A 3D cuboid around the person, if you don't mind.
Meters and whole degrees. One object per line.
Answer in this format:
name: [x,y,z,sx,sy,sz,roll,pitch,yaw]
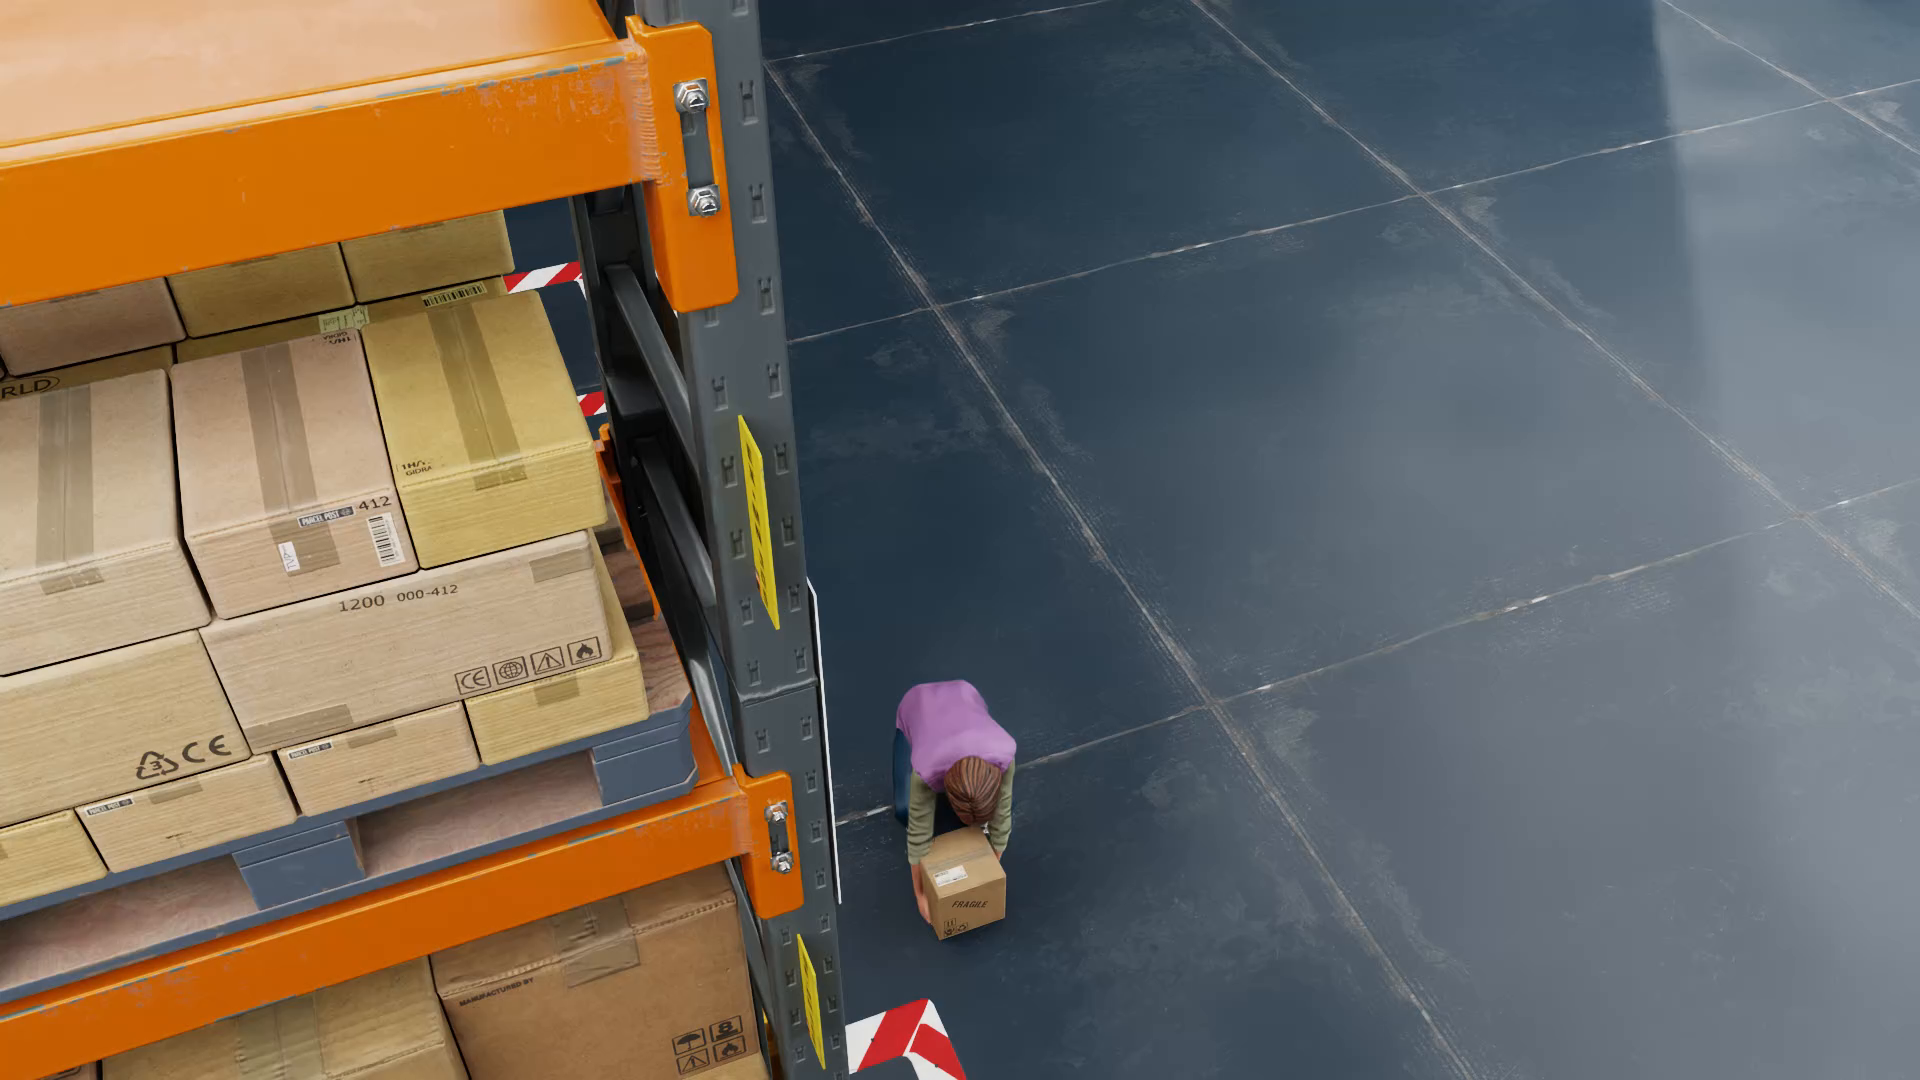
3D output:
person: [-0.030,0.471,5.666,0.375,1.583,0.507,-4,42,-4]
